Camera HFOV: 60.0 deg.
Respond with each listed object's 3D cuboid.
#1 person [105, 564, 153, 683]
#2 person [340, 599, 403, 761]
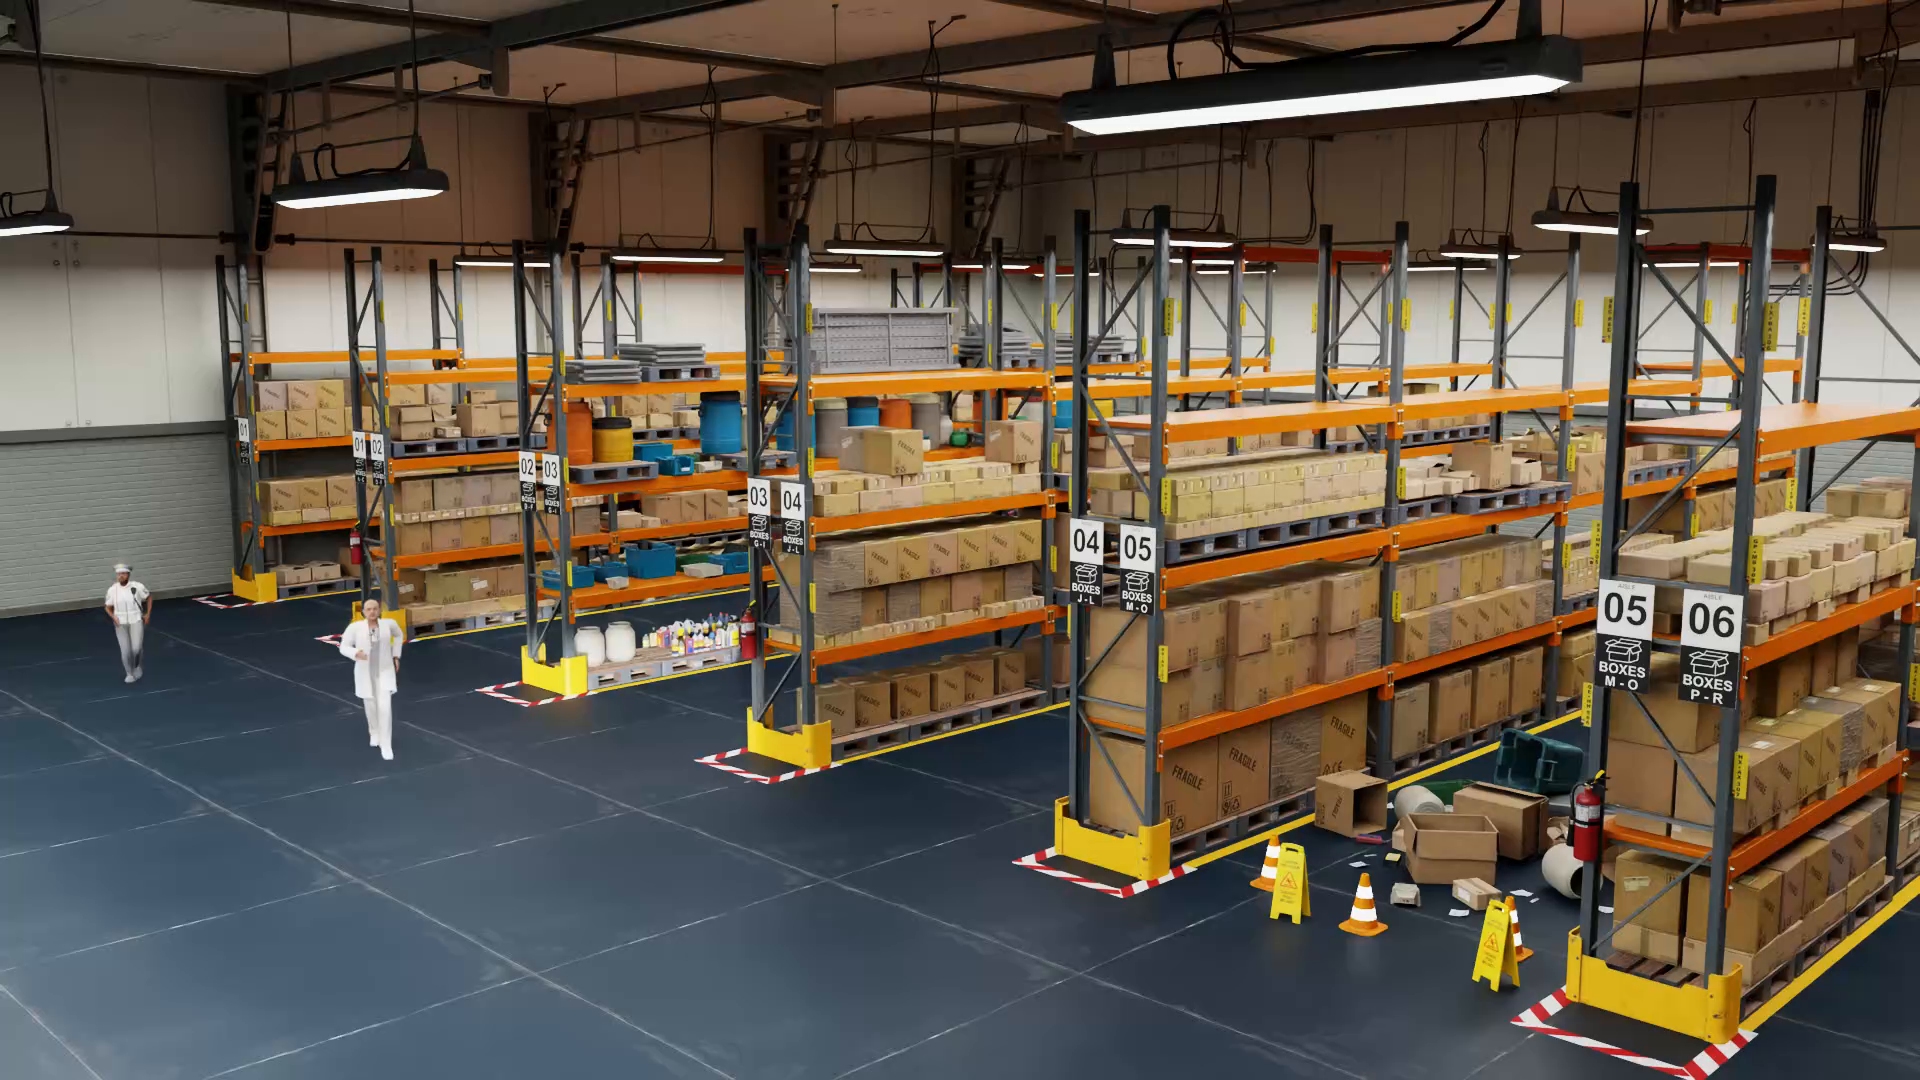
[{"bbox_3d":[-11.346,1.138,22.709,0.582,1.661,0.541,-3,9,-21],"label":"person"},{"bbox_3d":[-6.771,1.578,19.188,0.685,1.827,0.870,-3,8,-17],"label":"person"}]
